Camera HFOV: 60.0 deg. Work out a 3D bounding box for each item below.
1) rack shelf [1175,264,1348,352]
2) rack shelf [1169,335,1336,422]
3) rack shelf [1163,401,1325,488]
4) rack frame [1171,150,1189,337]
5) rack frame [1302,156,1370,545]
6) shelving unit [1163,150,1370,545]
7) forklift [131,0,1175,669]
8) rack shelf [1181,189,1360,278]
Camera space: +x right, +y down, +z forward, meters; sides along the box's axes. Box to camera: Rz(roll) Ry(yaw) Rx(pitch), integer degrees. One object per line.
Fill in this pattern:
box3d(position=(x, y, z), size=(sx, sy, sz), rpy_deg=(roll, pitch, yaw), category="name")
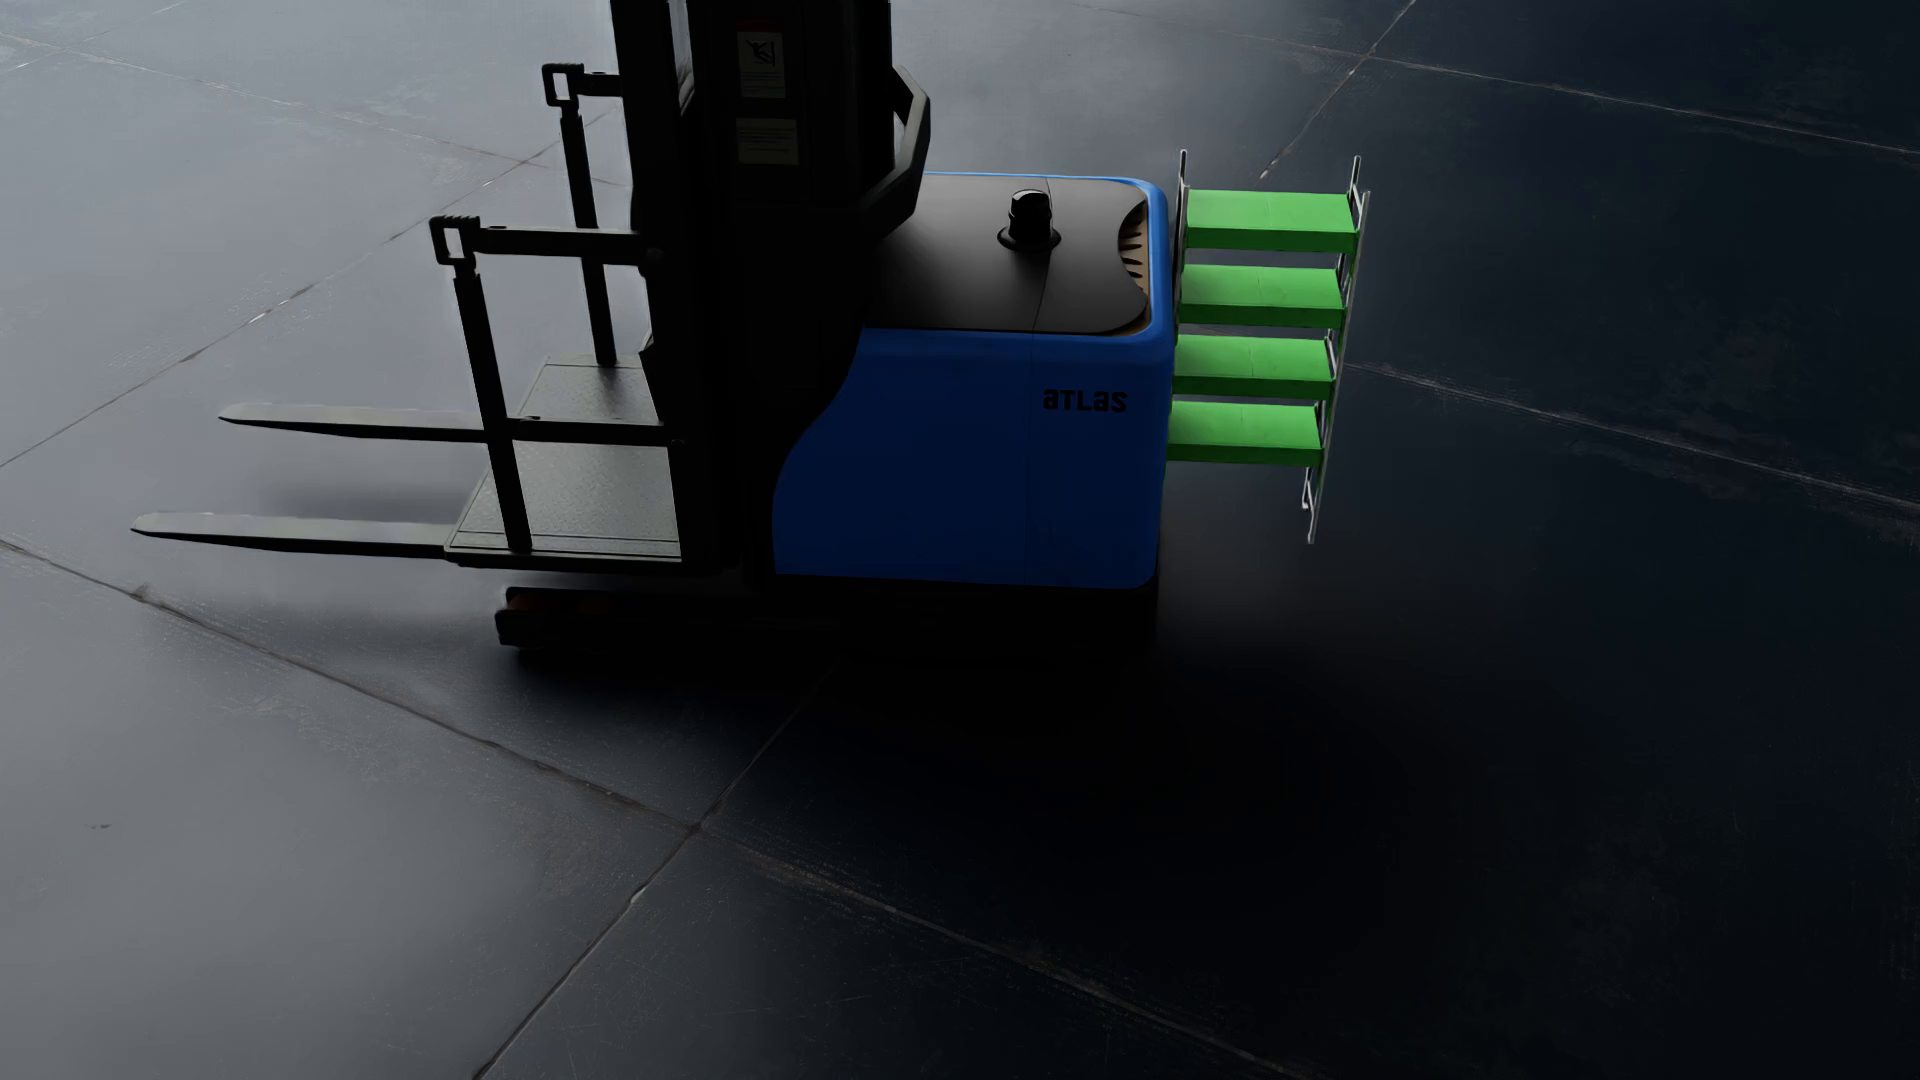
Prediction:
box3d(position=(0.870, -0.686, 4.871), size=(0.480, 0.148, 0.258), rpy_deg=(3, 37, 3), category="rack shelf")
box3d(position=(0.870, -0.495, 5.016), size=(0.480, 0.148, 0.258), rpy_deg=(3, 37, 3), category="rack shelf")
box3d(position=(0.870, -0.304, 5.161), size=(0.480, 0.148, 0.258), rpy_deg=(3, 37, 3), category="rack shelf")
box3d(position=(0.627, -0.557, 4.992), size=(0.015, 1.200, 0.240), rpy_deg=(3, 37, 3), category="rack frame")
box3d(position=(1.114, -0.535, 4.962), size=(0.015, 1.200, 0.240), rpy_deg=(3, 37, 3), category="rack frame")
box3d(position=(0.870, -0.546, 4.977), size=(0.503, 1.200, 0.258), rpy_deg=(3, 37, 3), category="shelving unit")
box3d(position=(-0.925, -1.154, 4.347), size=(3.031, 2.935, 1.130), rpy_deg=(3, 37, 3), category="forklift")
box3d(position=(0.870, -0.878, 4.726), size=(0.480, 0.148, 0.258), rpy_deg=(3, 37, 3), category="rack shelf")
